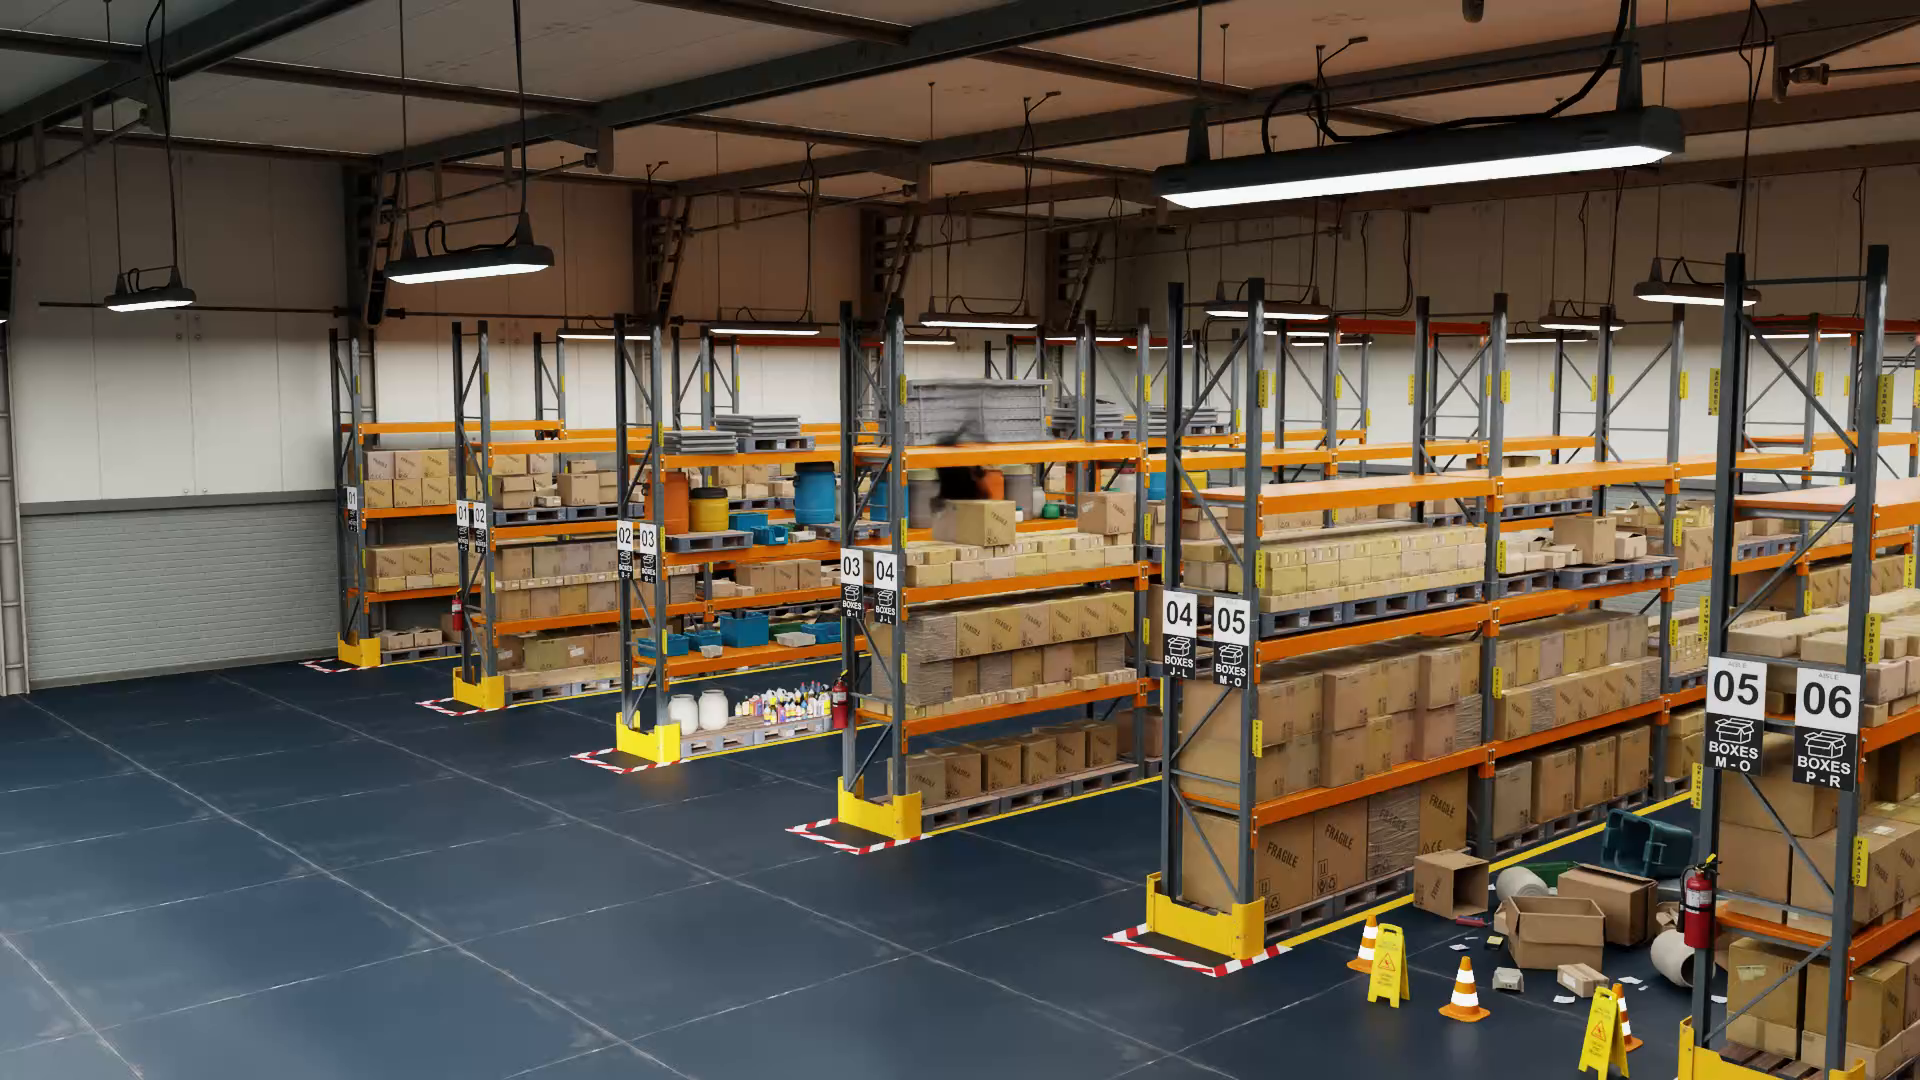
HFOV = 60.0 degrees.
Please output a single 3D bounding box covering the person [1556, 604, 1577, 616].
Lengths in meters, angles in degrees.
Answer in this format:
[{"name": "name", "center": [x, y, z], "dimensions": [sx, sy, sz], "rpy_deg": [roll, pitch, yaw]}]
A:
[{"name": "person", "center": [9.410, 1.751, 25.714], "dimensions": [0.657, 1.772, 0.868], "rpy_deg": [4, 7, 37]}]
